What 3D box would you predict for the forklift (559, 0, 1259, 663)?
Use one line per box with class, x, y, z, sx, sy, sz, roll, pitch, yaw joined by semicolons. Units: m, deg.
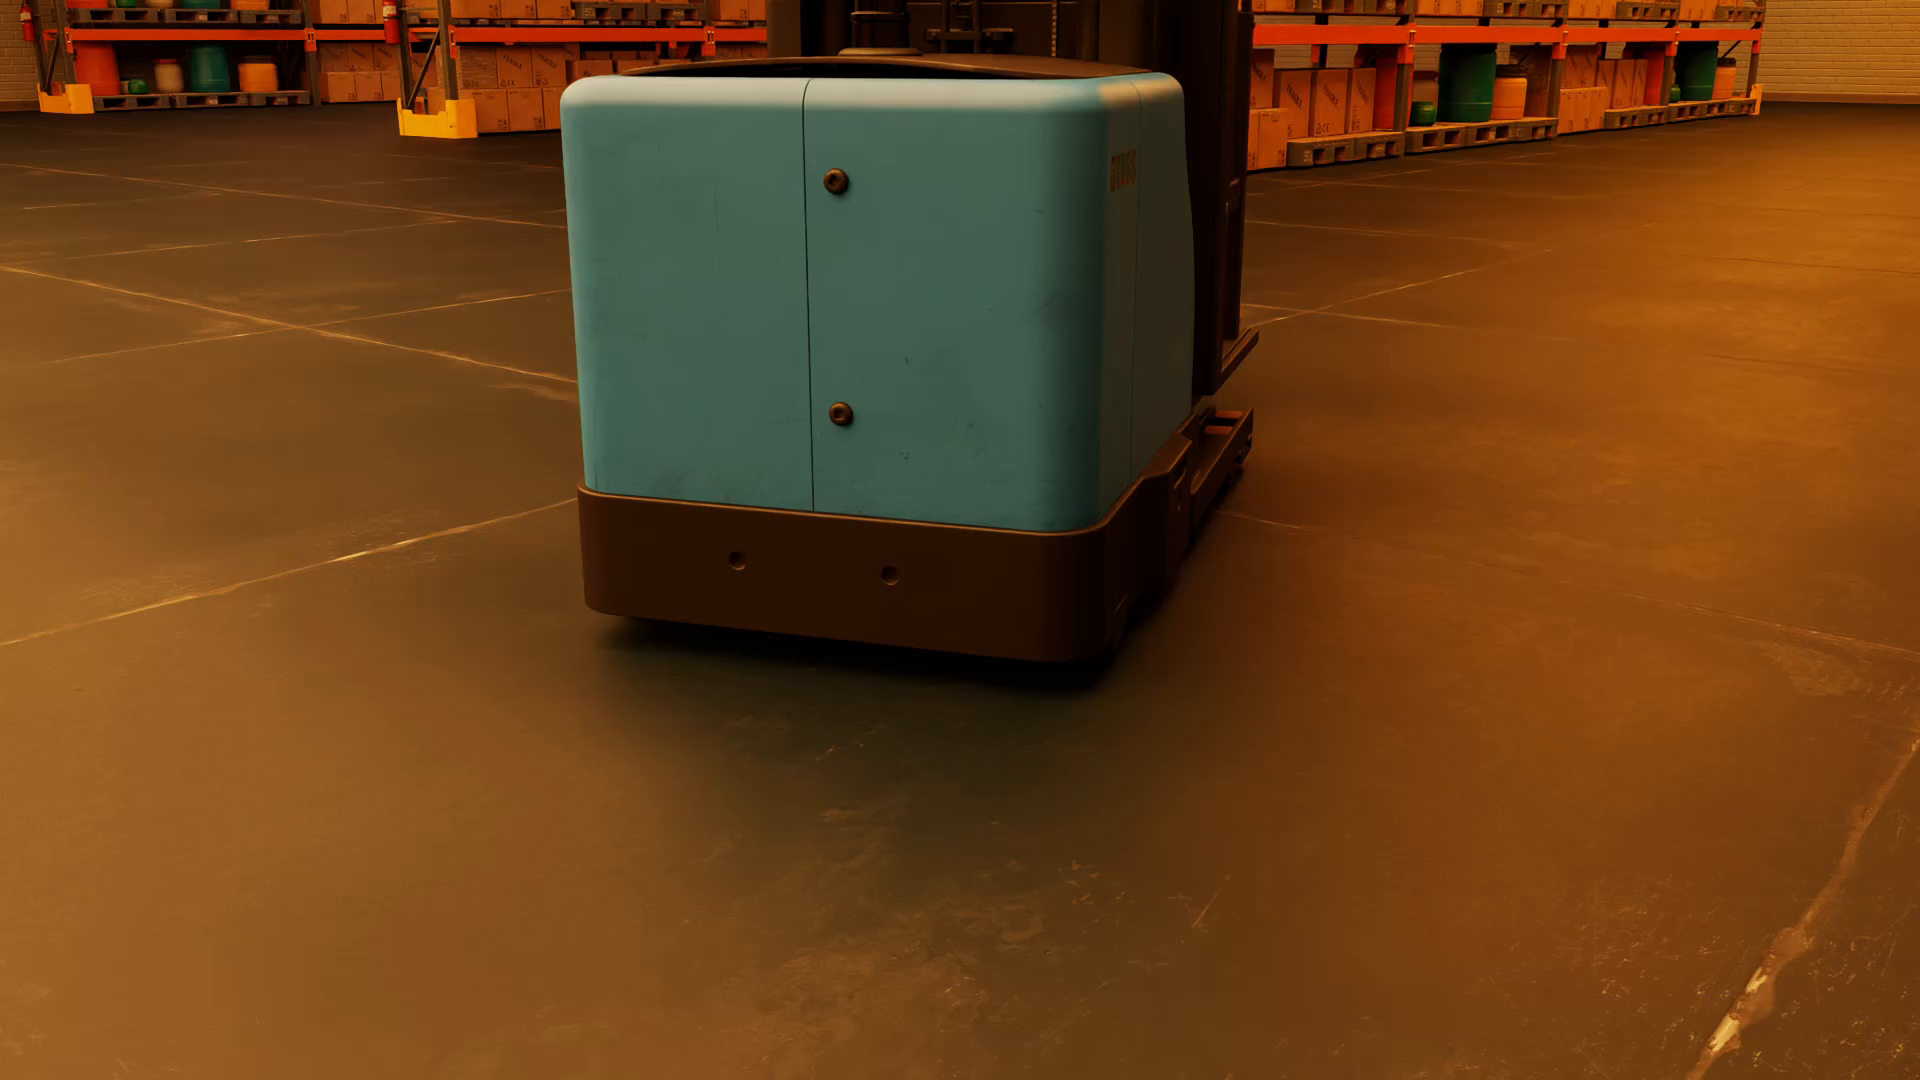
forklift;0.182;-1.571;4.072;1.130;2.935;3.031;5;18;17
